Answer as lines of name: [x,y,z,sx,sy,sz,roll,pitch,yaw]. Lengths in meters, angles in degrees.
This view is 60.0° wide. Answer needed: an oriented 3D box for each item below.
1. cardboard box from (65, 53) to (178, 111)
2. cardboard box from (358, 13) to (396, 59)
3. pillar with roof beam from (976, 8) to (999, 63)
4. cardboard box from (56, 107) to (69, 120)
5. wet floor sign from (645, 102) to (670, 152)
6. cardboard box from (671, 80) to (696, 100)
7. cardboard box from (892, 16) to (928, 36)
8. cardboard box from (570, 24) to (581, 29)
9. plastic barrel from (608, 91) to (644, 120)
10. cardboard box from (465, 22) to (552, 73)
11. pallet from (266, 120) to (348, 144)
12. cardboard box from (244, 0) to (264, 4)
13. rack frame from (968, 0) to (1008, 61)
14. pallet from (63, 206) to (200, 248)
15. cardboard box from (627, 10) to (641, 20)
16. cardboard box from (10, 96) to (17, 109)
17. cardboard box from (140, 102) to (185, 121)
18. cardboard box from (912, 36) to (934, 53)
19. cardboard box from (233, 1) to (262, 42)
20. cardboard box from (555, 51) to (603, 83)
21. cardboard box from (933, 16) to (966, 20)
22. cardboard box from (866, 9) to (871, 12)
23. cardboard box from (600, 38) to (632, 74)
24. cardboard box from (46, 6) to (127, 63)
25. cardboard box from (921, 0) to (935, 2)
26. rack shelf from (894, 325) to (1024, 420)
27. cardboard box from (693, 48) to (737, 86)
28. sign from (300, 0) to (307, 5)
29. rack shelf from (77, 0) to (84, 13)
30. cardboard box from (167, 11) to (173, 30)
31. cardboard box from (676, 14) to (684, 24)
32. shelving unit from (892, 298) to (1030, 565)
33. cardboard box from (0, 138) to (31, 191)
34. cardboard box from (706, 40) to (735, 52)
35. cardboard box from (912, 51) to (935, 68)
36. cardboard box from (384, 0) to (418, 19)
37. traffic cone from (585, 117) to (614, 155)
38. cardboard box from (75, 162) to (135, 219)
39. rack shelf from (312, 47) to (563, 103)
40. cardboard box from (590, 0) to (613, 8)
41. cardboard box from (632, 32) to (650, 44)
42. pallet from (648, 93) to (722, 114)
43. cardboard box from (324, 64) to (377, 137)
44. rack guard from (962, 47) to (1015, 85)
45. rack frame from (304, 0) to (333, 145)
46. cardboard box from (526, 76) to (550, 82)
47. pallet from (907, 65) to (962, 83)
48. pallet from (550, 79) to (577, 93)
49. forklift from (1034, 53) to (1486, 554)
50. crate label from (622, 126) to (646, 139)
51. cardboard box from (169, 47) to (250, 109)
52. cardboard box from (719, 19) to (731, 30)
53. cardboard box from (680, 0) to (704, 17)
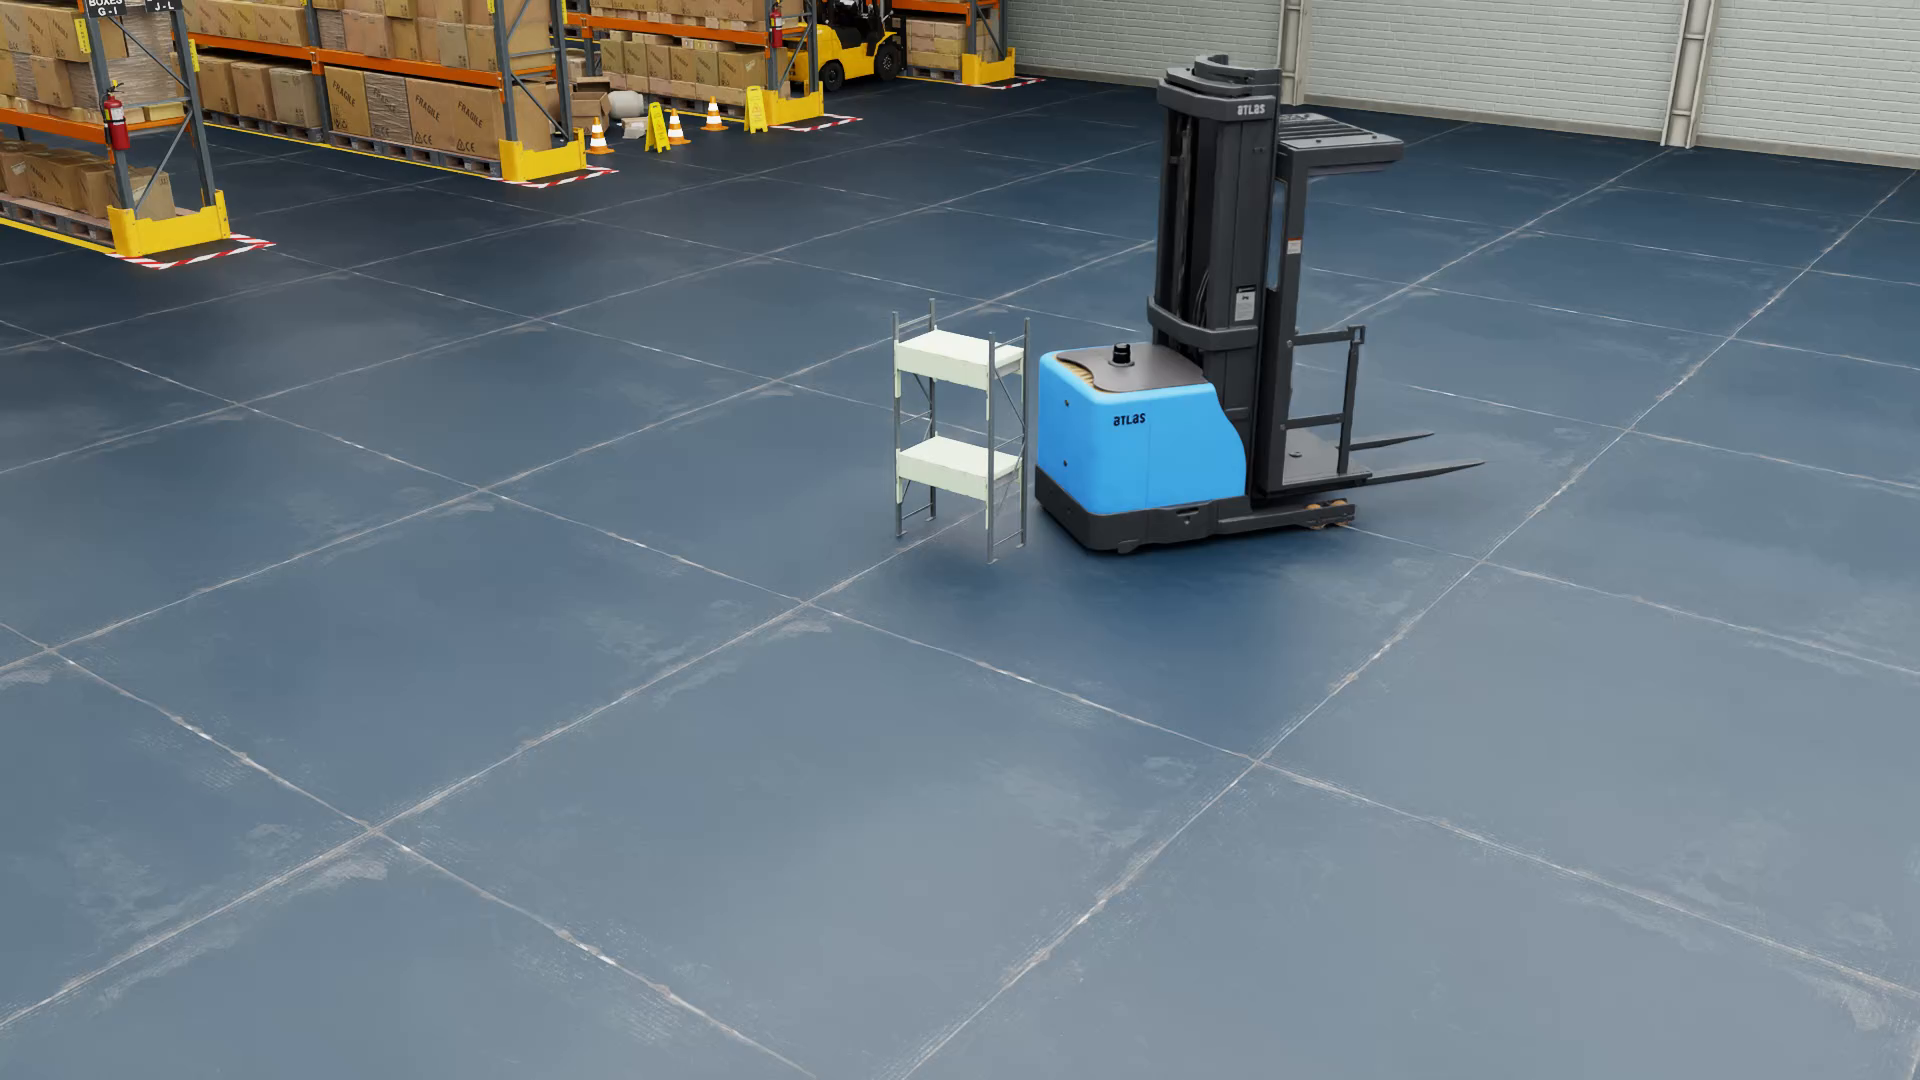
cardboard box: [-8.865,-4.874,17.598,0.500,0.500,0.875,17,29,33]
cardboard box: [-7.469,-6.782,22.237,0.550,0.550,0.875,17,29,33]
pillar with roof beam: [-2.123,-11.165,24.930,0.400,9.000,9.100,17,29,33]
cardboard box: [-9.415,-4.607,17.798,0.250,0.149,0.380,17,29,33]
wet floor sign: [-4.175,-5.680,22.842,0.232,0.644,0.267,12,26,24]
cardboard box: [-4.138,-7.043,25.903,0.500,0.250,0.500,16,28,31]
cardboard box: [-0.901,-8.992,29.088,0.500,0.250,0.500,17,29,34]
cardboard box: [-7.634,-10.735,33.974,0.500,0.500,0.500,16,28,31]
plastic barrel: [-5.059,-6.579,25.158,0.512,0.421,0.421,-5,24,-12]
cardboard box: [-5.710,-6.270,21.073,0.550,0.550,0.875,17,29,33]
pallet: [-9.249,-5.979,24.059,1.213,0.211,1.003,17,29,33]
cardboard box: [-9.804,-7.961,23.733,0.500,0.500,0.700,17,29,34]
rack frame: [0.476,-9.350,28.250,0.127,3.000,1.000,17,29,33]
pallet: [-9.131,-3.500,18.432,1.213,0.211,1.003,17,29,33]
cardboard box: [-4.998,-8.250,26.066,0.250,0.149,0.380,18,29,35]
cardboard box: [-10.215,-4.849,18.347,0.250,0.149,0.380,17,29,33]
cardboard box: [-8.527,-4.581,17.738,0.250,0.149,0.380,17,29,33]
cardboard box: [-0.496,-8.654,28.940,0.500,0.250,0.500,16,29,33]
cardboard box: [-9.973,-7.423,23.754,0.500,0.500,0.500,17,29,34]
cardboard box: [-6.120,-7.830,27.540,0.625,0.372,0.950,17,29,34]
cardboard box: [-0.197,-9.038,29.192,0.500,0.250,0.500,17,29,33]
cardboard box: [-1.801,-9.534,30.318,0.500,0.250,0.500,16,29,33]
cardboard box: [-5.389,-7.762,26.606,0.500,0.500,0.500,18,30,36]
cardboard box: [-9.030,-5.243,17.196,0.500,0.500,0.500,17,29,33]
cardboard box: [-0.485,-9.558,28.599,0.500,0.500,0.500,18,29,35]
rack shelf: [0.005,-1.042,10.287,0.720,0.370,0.431,17,29,33]
cardboard box: [-3.715,-7.259,25.465,0.500,0.500,0.500,18,30,35]
sign: [-8.904,-7.409,22.508,0.005,0.325,0.100,17,29,33]
rack shelf: [-10.042,-6.077,17.995,4.000,0.370,1.077,17,29,33]
cardboard box: [-11.590,-7.911,24.860,0.500,0.500,0.500,17,29,34]
cardboard box: [-4.137,-8.030,25.566,0.250,0.149,0.380,17,29,33]
shelving unit: [0.005,-0.685,10.444,0.755,1.500,0.431,17,29,33]
cardboard box: [-11.346,-4.456,19.723,0.500,0.500,0.500,16,28,32]
cardboard box: [-3.630,-7.498,25.202,0.250,0.149,0.380,18,29,35]
cardboard box: [-0.482,-8.419,29.026,0.500,0.250,0.500,17,29,33]
cardboard box: [-7.024,-7.160,21.754,0.500,0.550,0.875,17,29,33]
traffic cone: [-4.959,-5.552,22.776,0.334,0.463,0.336,17,29,33]
cardboard box: [-9.430,-3.888,18.434,0.500,0.500,0.500,-17,29,-34]
rack shelf: [-6.986,-6.280,22.176,4.000,0.370,1.077,17,29,33]
cardboard box: [-5.514,-8.700,26.283,0.500,0.500,0.500,17,29,33]
cardboard box: [-4.912,-7.886,26.082,0.250,0.149,0.380,18,30,35]
pallet: [-4.160,-6.993,26.359,1.213,0.211,1.003,17,29,33]
cardboard box: [-8.125,-6.138,23.076,0.875,0.875,0.875,17,29,34]
rack guard: [0.495,-8.200,28.741,0.348,0.500,1.175,17,29,33]
rack frame: [-8.587,-7.093,23.129,0.127,3.000,1.000,17,29,33]
cardboard box: [-6.742,-7.336,25.840,0.500,0.500,0.500,17,29,33]
pallet: [-0.161,-8.245,29.201,1.213,0.211,1.003,17,29,33]
pallet: [-6.323,-7.626,27.797,1.213,0.211,1.003,17,29,33]
forklift: [2.077,-1.599,10.744,3.031,2.935,1.130,-8,25,-18]
crate label: [-4.676,-5.855,23.869,0.298,0.136,0.250,3,24,6]
cardboard box: [-11.354,-7.047,25.293,0.750,0.750,1.050,16,29,33]
cardboard box: [-3.387,-7.748,24.927,0.250,0.149,0.380,16,29,32]
cardboard box: [-3.894,-8.216,25.185,0.500,0.500,0.500,17,29,33]
